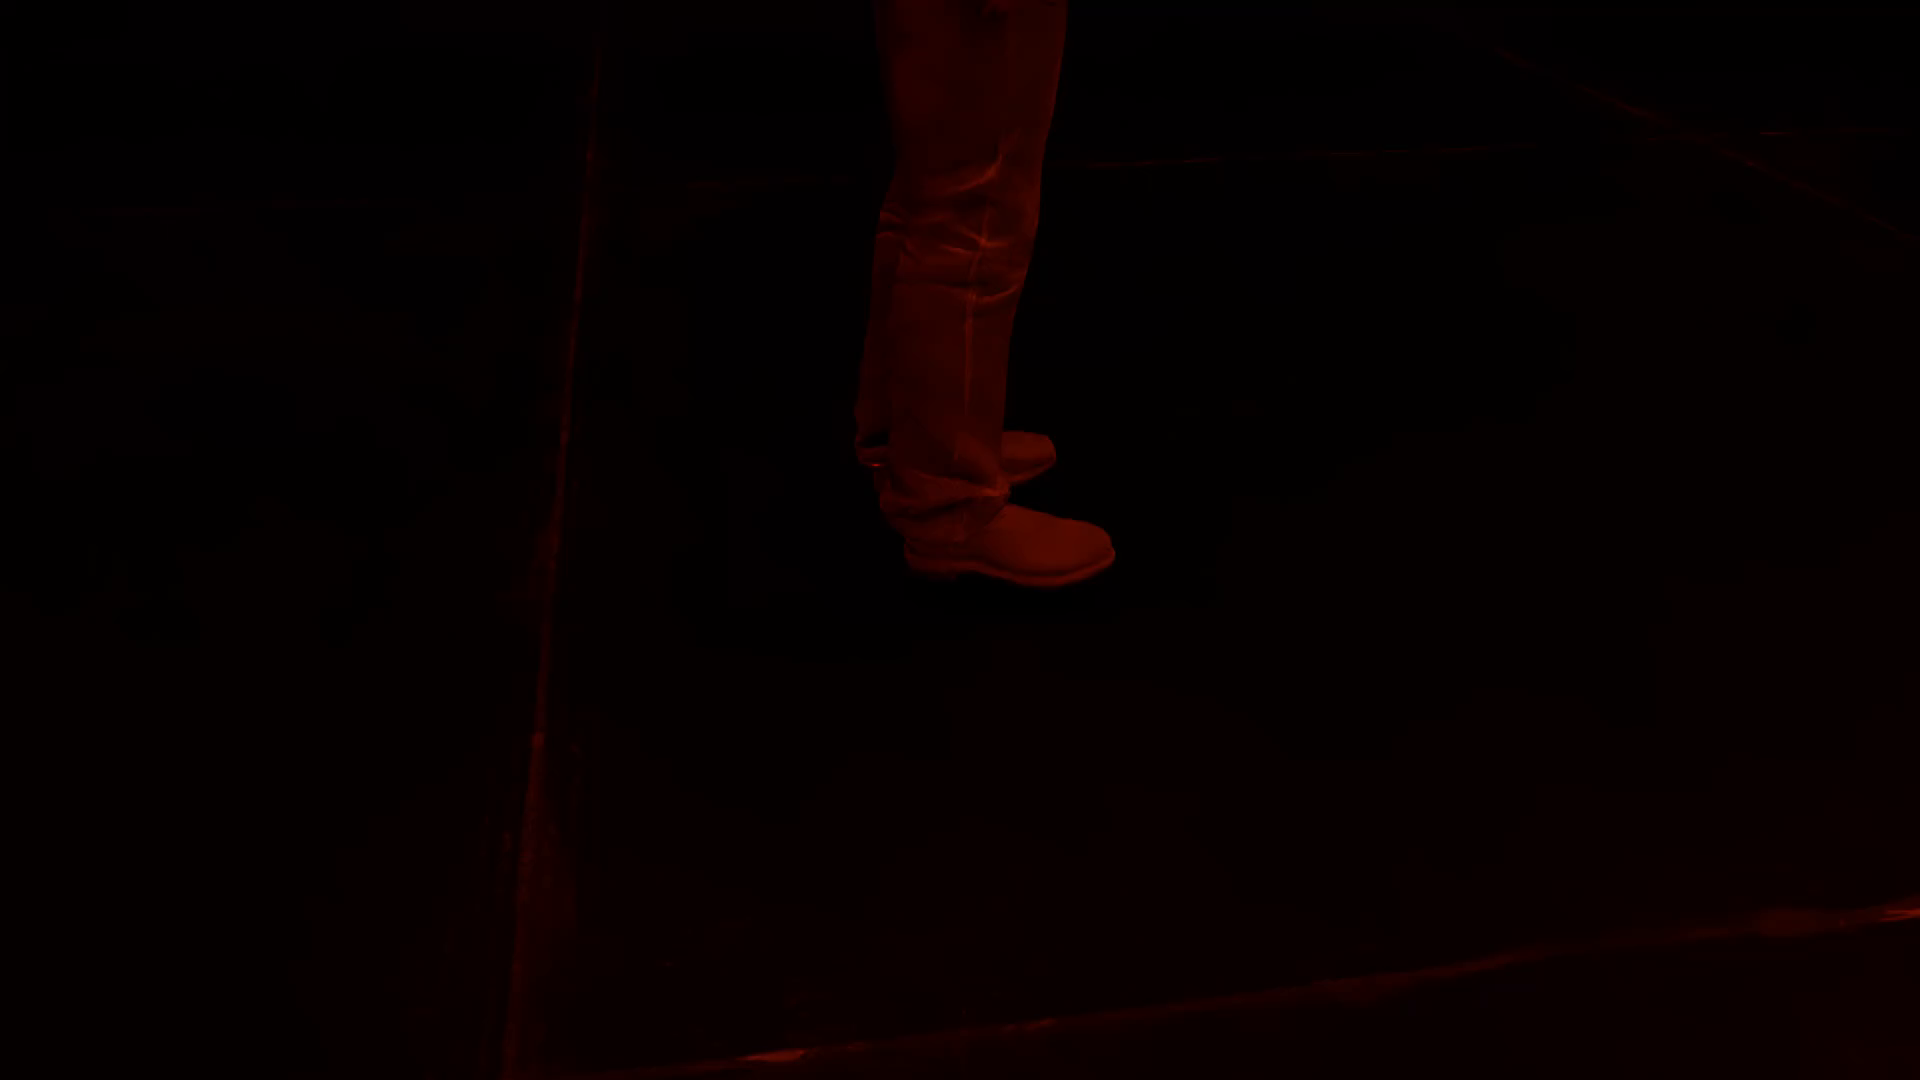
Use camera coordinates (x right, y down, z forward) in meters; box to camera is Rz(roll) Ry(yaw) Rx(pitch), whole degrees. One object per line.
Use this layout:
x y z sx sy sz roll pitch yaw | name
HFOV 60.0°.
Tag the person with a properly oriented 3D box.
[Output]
0.007 -0.820 2.069 0.356 1.776 0.529 -5 28 -9 | person
